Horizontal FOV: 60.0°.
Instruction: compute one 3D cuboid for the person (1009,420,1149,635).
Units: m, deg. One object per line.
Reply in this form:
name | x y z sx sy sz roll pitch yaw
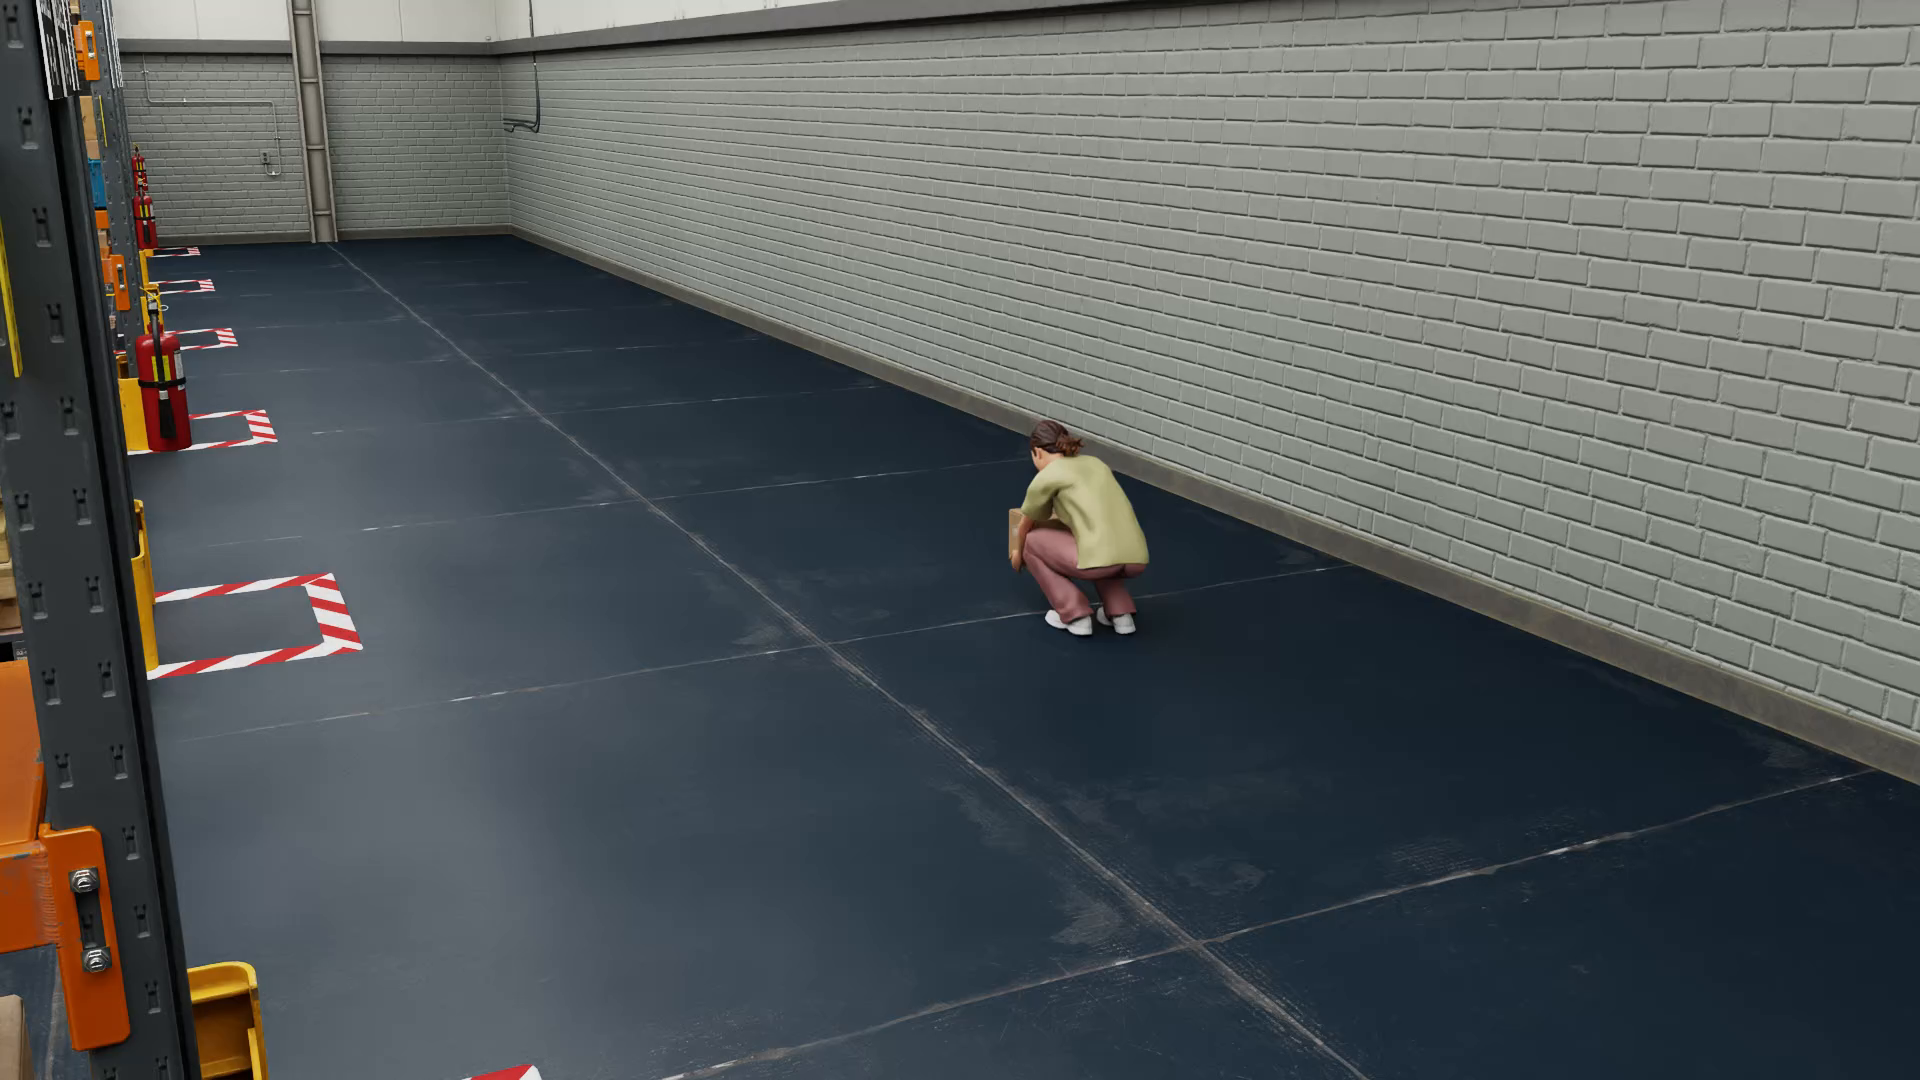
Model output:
person | 0.545 -0.065 7.688 0.478 0.931 0.803 -7 17 -25
